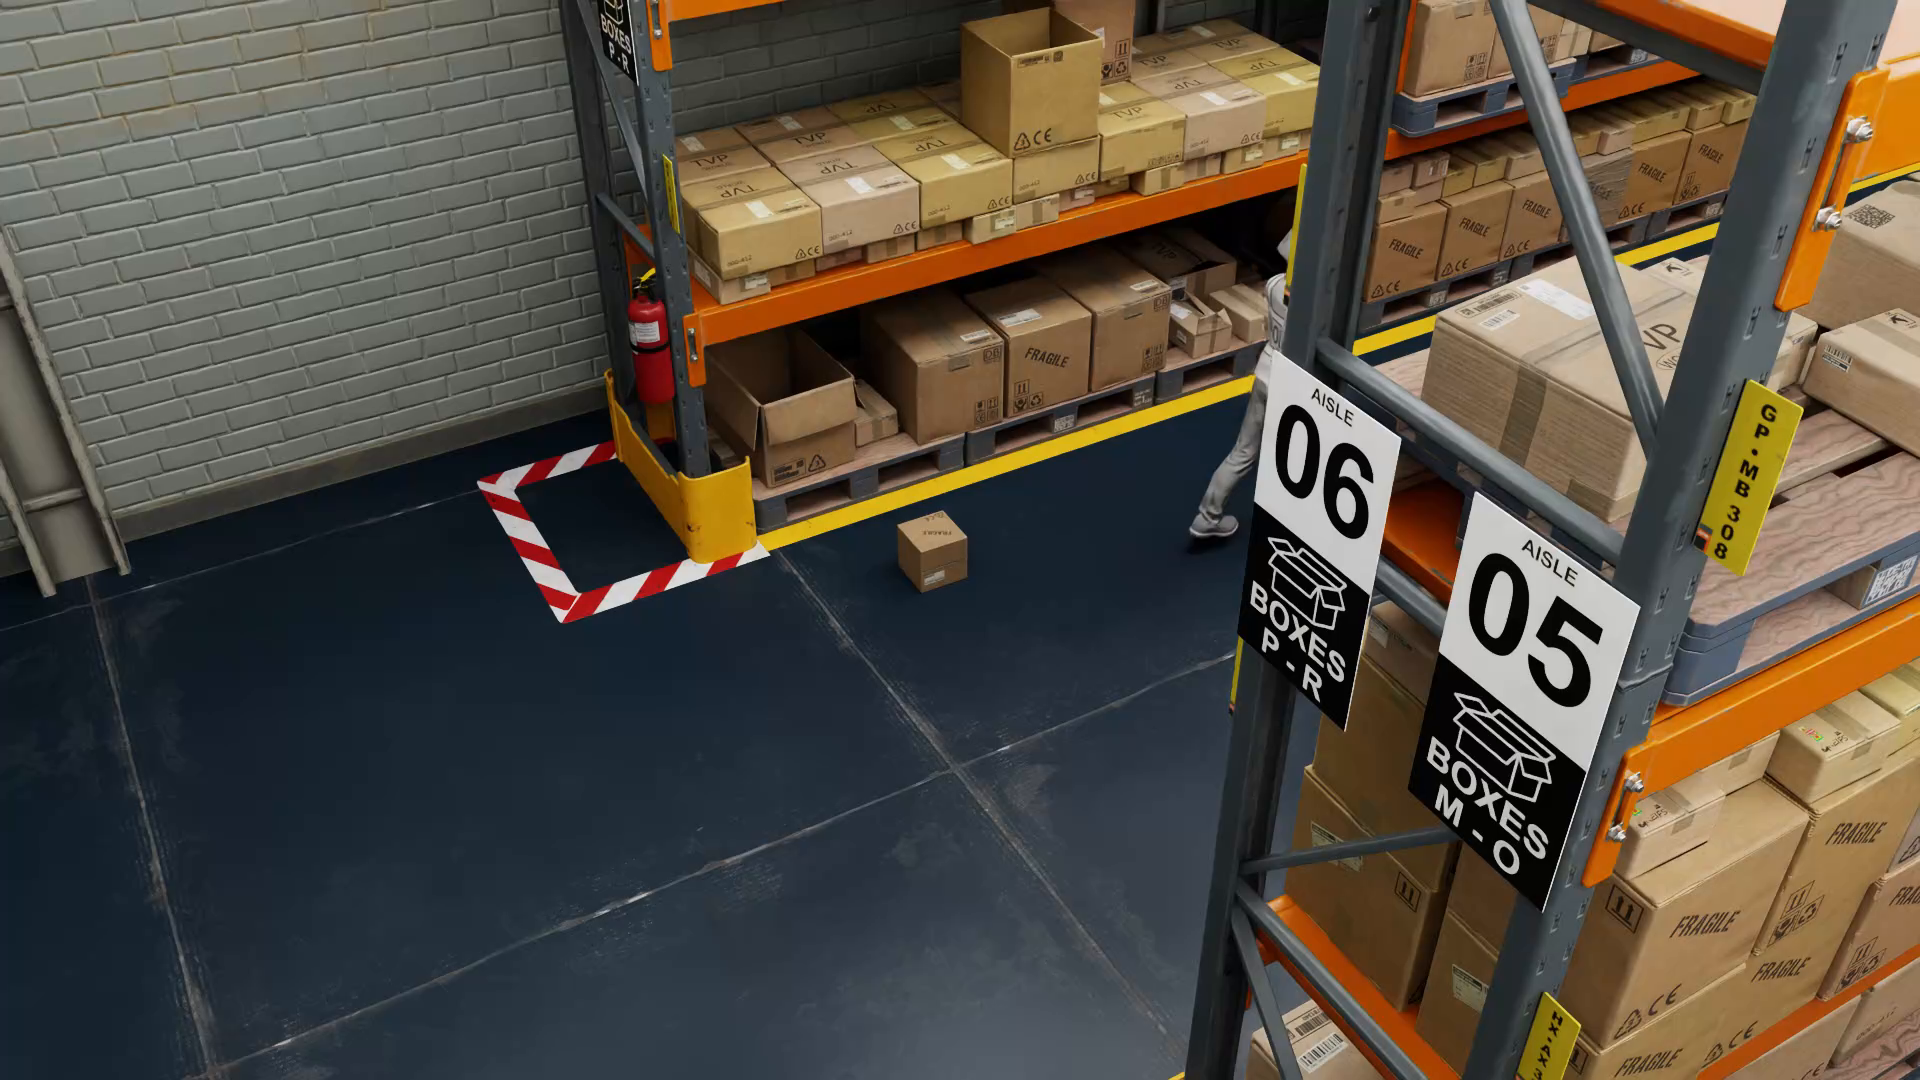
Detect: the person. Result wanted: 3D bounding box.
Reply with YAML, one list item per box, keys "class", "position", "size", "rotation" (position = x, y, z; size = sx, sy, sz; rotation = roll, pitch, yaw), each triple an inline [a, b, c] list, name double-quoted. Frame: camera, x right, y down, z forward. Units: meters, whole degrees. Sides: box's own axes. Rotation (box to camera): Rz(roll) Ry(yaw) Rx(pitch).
- class: "person"
  position: [1.598, -0.756, 7.892]
  size: [1.025, 1.631, 0.506]
  rotation: [-22, 42, -26]
